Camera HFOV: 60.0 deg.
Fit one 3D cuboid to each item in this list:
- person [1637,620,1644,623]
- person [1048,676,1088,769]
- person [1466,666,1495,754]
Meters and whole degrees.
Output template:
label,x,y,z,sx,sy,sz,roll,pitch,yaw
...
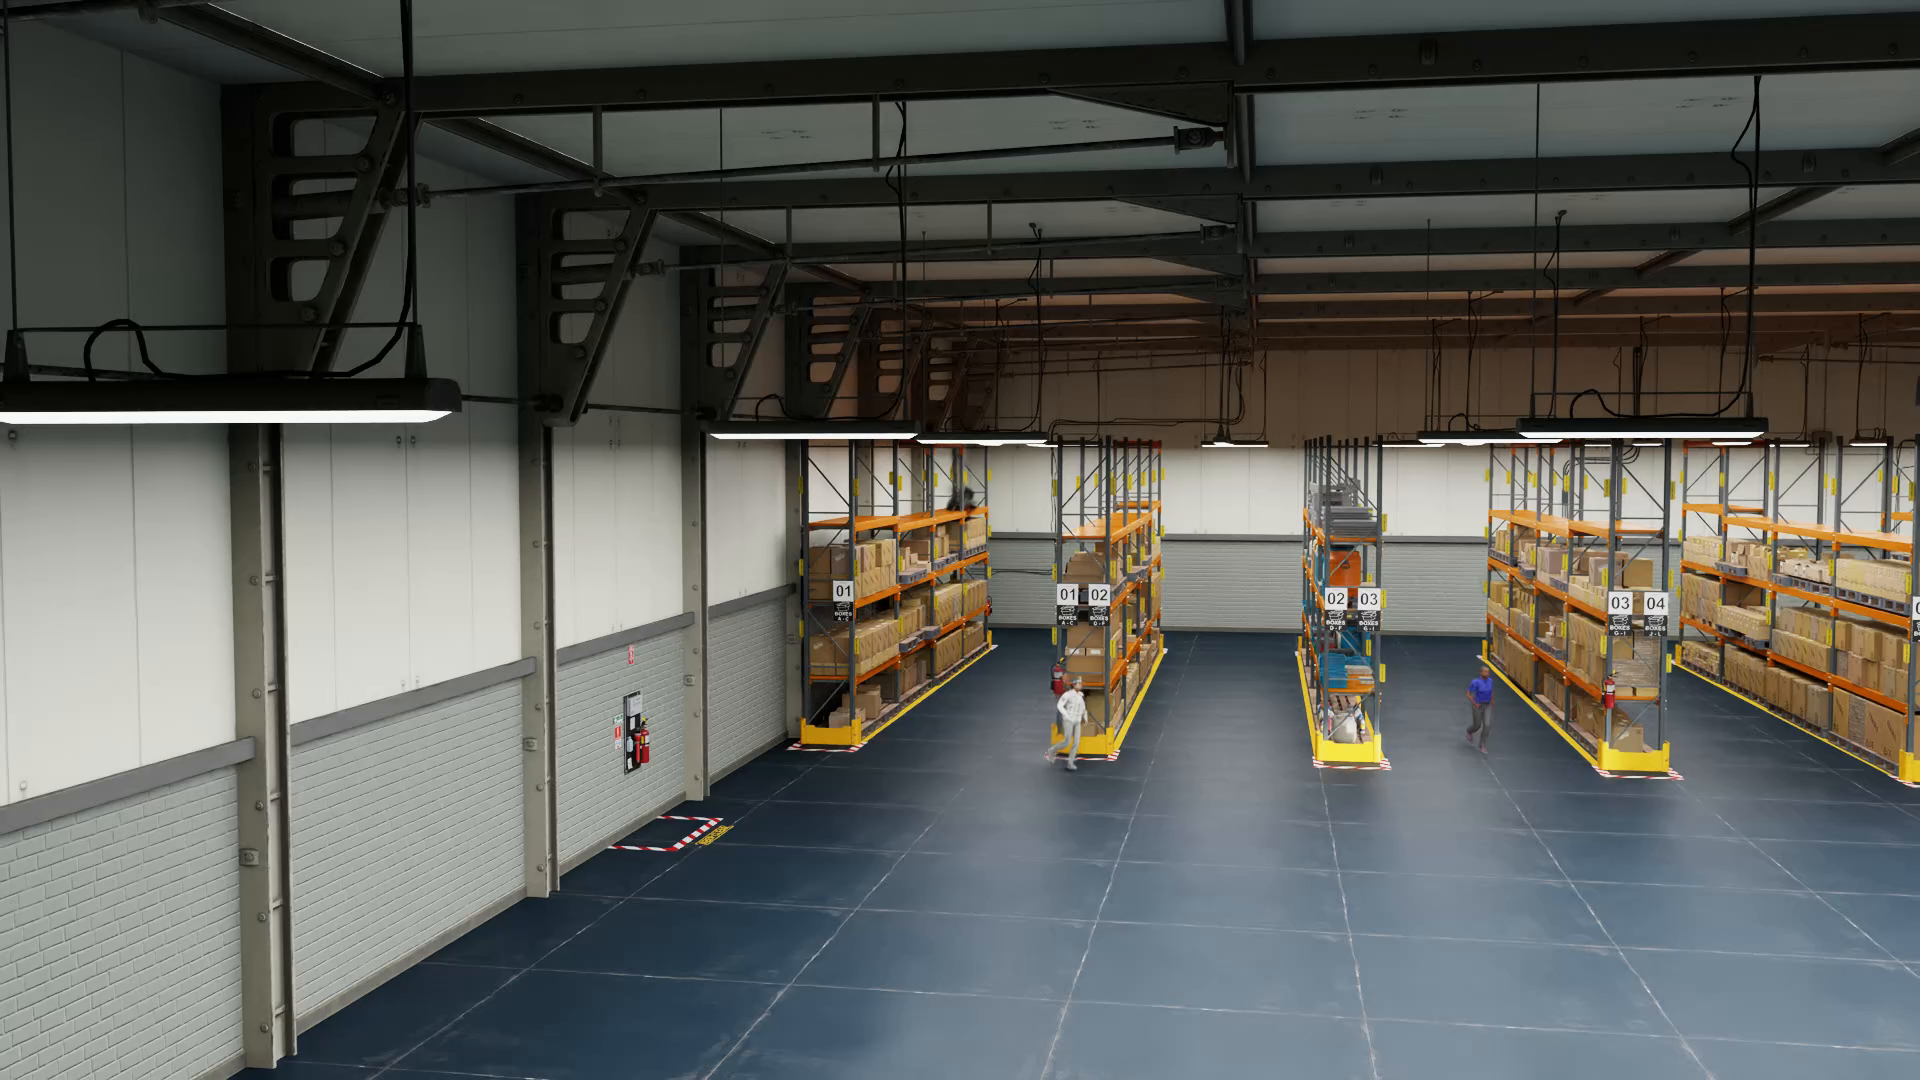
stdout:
label,x,y,z,sx,sy,sz,roll,pitch,yaw
person,17.866,2.462,44.007,0.723,1.739,0.952,2,3,28
person,2.032,3.270,30.039,0.686,1.641,0.707,-2,4,-38
person,9.944,3.207,31.735,0.600,1.641,0.796,-1,3,-11
